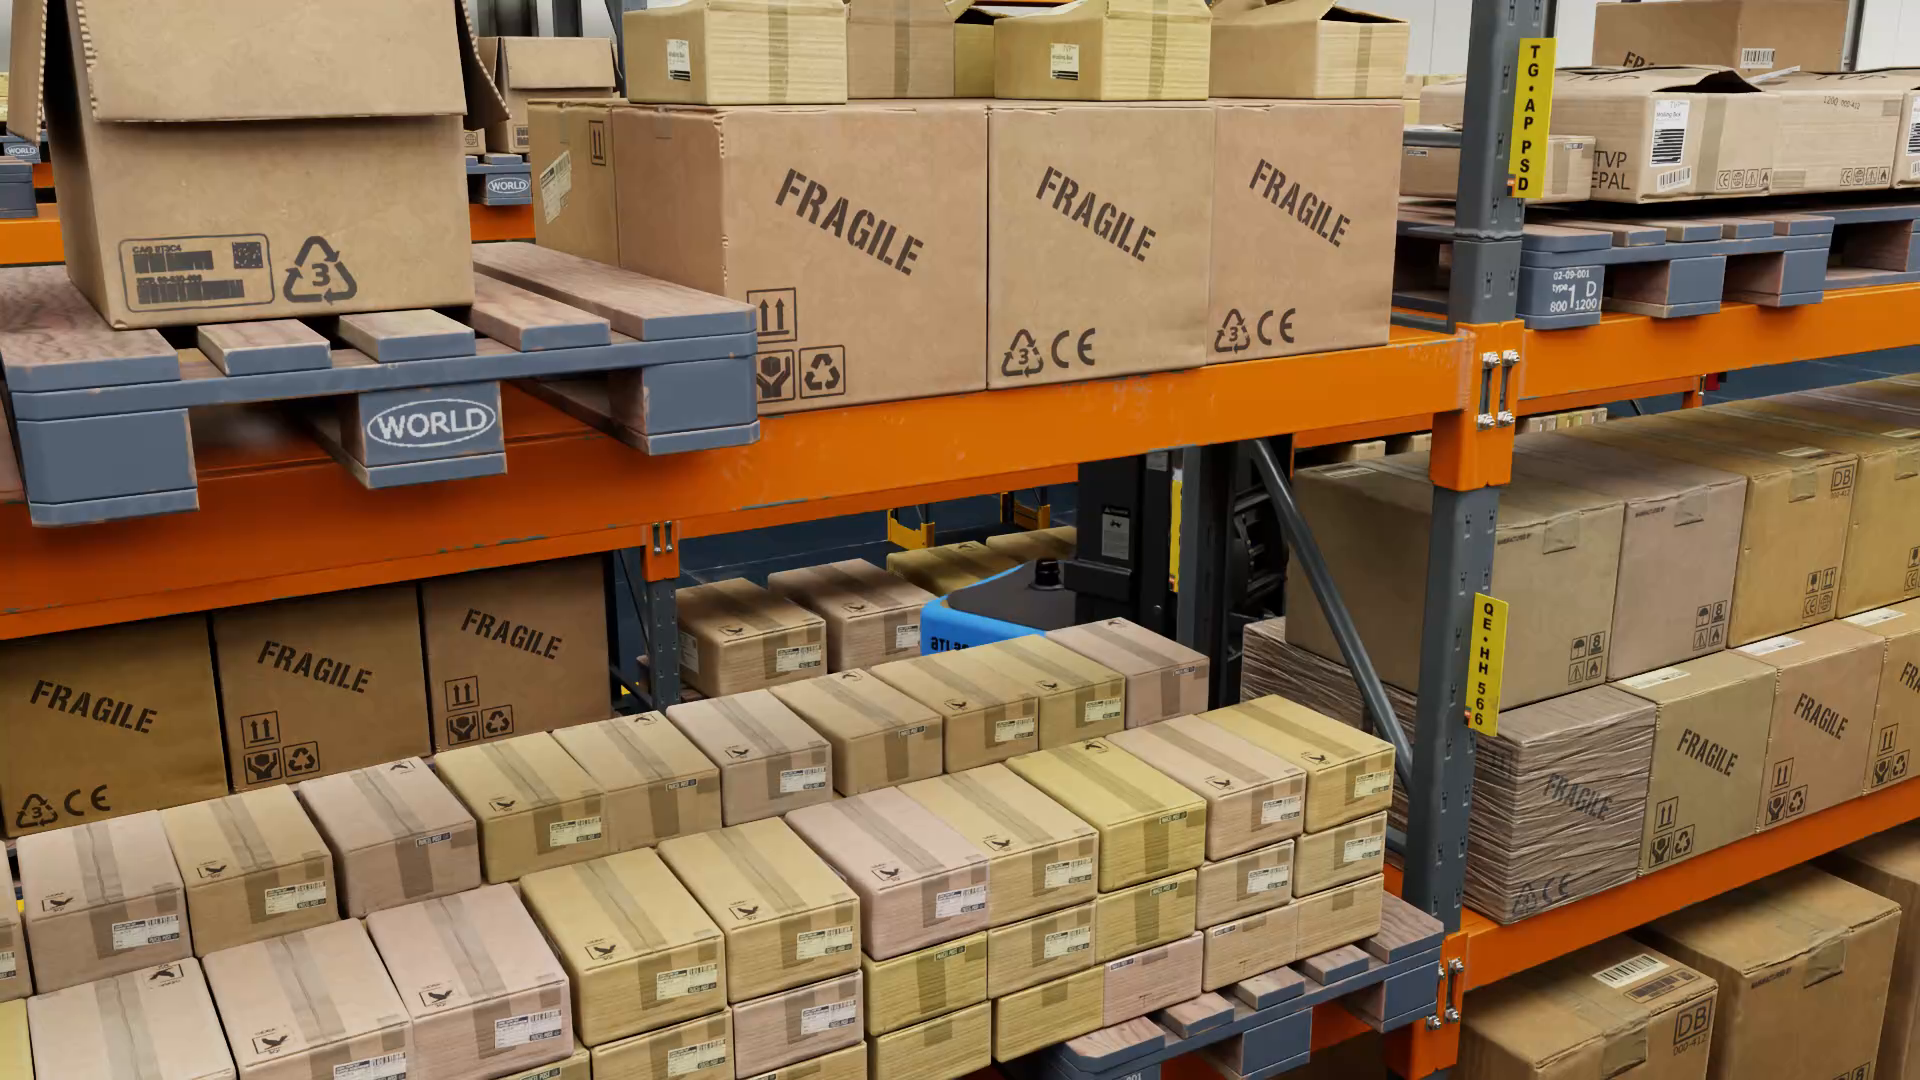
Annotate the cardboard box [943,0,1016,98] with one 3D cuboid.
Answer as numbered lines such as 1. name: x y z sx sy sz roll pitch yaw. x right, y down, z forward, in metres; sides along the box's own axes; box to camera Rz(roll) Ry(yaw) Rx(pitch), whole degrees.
1. cardboard box: -0.011 -1.114 3.666 0.258 0.266 0.396 -9 18 -30

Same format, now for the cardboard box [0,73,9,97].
1. cardboard box: -6.153 -2.892 10.564 0.250 0.149 0.380 -9 18 -29

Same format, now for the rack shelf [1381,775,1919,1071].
1. rack shelf: 2.634 0.751 5.505 4.000 0.370 1.077 -9 18 -30

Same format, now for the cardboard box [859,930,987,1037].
1. cardboard box: -0.151 0.776 3.221 0.250 0.149 0.380 -9 18 -30

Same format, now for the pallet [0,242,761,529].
1. pallet: -1.037 -0.321 2.788 1.003 0.211 1.213 -9 18 -30

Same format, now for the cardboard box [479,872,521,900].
1. cardboard box: -0.930 0.697 3.503 0.250 0.149 0.380 -8 18 -28

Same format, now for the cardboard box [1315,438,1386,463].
1. cardboard box: 2.496 -0.579 10.643 0.250 0.149 0.380 -9 18 -29

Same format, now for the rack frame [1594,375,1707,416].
1. rack frame: 5.141 -1.560 12.419 0.127 3.000 1.000 -9 18 -30

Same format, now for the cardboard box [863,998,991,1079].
1. cardboard box: -0.146 0.918 3.265 0.250 0.149 0.380 -10 19 -32

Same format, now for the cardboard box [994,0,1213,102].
1. cardboard box: 0.275 -0.987 3.213 0.258 0.266 0.396 -9 18 -30

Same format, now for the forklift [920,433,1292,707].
1. forklift: 1.292 0.042 6.831 3.031 2.935 1.130 11 19 35

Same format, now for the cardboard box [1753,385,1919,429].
1. cardboard box: 3.053 -0.190 5.493 0.500 0.500 0.700 -9 18 -29

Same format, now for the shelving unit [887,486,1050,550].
1. shelving unit: 0.065 -0.733 12.245 1.083 1.500 0.587 -9 18 -30

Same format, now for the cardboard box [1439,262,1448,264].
1. cardboard box: 2.651 -1.754 10.521 0.500 0.500 0.700 -9 18 -29

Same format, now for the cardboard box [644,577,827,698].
1. cardboard box: -1.227 0.539 9.022 0.625 0.372 0.950 -11 19 -33

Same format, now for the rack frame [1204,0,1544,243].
1. rack frame: 0.920 -2.206 3.607 0.127 3.000 1.000 -9 18 -30

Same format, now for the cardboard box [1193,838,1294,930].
1. cardboard box: 0.503 0.670 3.599 0.250 0.149 0.380 -8 18 -28

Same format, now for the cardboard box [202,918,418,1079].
1. cardboard box: -1.043 0.778 2.663 0.250 0.149 0.380 -9 18 -30

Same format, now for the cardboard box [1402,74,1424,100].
1. cardboard box: 2.590 -2.757 10.120 0.250 0.149 0.380 -10 18 -32

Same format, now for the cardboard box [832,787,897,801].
1. cardboard box: -0.272 0.590 3.883 0.250 0.149 0.380 -9 18 -29

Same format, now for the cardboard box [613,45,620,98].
1. cardboard box: -2.657 -3.525 12.721 0.500 0.500 0.500 -9 18 -28

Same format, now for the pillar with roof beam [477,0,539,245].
1. pillar with roof beam: -1.405 -3.879 9.574 0.400 9.000 9.100 -9 18 -30

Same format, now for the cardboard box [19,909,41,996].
1. cardboard box: -1.598 0.804 3.122 0.250 0.149 0.380 -10 18 -32

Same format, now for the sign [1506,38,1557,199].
1. sign: 1.198 -0.885 3.493 0.005 0.325 0.100 -9 18 -30

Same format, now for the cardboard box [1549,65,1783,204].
1. cardboard box: 1.654 -1.019 4.131 0.500 0.311 0.500 -9 18 -30

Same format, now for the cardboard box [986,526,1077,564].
1. cardboard box: 0.650 0.233 10.112 0.625 0.372 0.950 -8 18 -26

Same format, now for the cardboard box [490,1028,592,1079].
1. cardboard box: -0.812 0.883 2.840 0.250 0.149 0.380 -10 18 -31

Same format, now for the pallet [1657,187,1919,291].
1. pallet: 2.402 -0.928 4.957 1.213 0.211 1.003 -8 18 -27

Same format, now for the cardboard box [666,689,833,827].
1. cardboard box: -0.476 0.480 3.724 0.250 0.149 0.380 -8 18 -27

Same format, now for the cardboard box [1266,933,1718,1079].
1. cardboard box: 1.488 1.500 4.891 0.750 0.750 1.050 -9 18 -30

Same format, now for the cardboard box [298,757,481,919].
1. cardboard box: -1.148 0.589 3.336 0.250 0.149 0.380 -10 19 -32

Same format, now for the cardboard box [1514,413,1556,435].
1. cardboard box: 3.865 -0.803 11.443 0.250 0.149 0.380 -8 18 -27

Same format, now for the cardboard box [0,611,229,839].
1. cardboard box: -3.884 0.696 7.526 0.875 0.875 0.875 -9 18 -28

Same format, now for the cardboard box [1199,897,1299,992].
1. cardboard box: 0.520 0.811 3.648 0.250 0.149 0.380 -9 18 -30

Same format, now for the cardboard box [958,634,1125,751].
1. cardboard box: 0.195 0.373 4.109 0.250 0.149 0.380 -10 18 -31

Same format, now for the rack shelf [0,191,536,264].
1. rack shelf: -3.430 -1.268 7.152 4.000 0.370 1.077 -9 18 -30

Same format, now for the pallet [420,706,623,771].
1. pallet: -2.431 0.986 8.500 1.213 0.211 1.003 -9 18 -30

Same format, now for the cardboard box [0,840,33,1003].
1. cardboard box: -1.813 0.697 2.950 0.250 0.149 0.380 -10 18 -31

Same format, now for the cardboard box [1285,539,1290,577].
1. cardboard box: 2.357 0.098 10.820 0.500 0.250 0.500 -10 19 -32

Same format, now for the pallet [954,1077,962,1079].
1. pallet: -0.756 1.060 3.427 1.213 0.211 1.003 -9 18 -30

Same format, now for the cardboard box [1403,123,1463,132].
1. cardboard box: 1.320 -1.033 4.451 0.250 0.166 0.380 -9 18 -30

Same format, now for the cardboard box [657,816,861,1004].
1. cardboard box: -0.374 0.669 3.053 0.250 0.149 0.380 -8 18 -27

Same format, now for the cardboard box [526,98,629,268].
1. cardboard box: -0.558 -0.650 3.428 0.500 0.500 0.500 -9 18 -30

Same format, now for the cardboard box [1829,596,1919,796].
1. cardboard box: 2.739 0.425 5.152 0.500 0.500 0.500 -9 18 -30

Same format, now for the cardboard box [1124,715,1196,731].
1. cardboard box: 0.402 0.479 4.280 0.250 0.149 0.380 -8 18 -27

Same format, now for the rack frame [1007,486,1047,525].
1. rack frame: 0.509 -0.805 12.502 0.032 1.500 0.500 -9 18 -30

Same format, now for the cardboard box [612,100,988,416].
1. cardboard box: -0.291 -0.530 3.002 0.500 0.500 0.500 -9 18 -30

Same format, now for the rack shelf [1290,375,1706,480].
1. rack shelf: 3.427 -0.936 11.524 4.000 0.370 1.077 -9 18 -30

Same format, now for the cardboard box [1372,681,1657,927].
1. cardboard box: 1.444 0.635 4.403 0.500 0.500 0.500 -9 18 -29

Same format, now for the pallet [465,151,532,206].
1. pallet: -2.241 -1.700 7.709 1.003 0.211 1.213 -8 18 -27

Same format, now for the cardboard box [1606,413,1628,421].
1. cardboard box: 4.589 -0.628 12.020 0.500 0.500 0.500 -9 18 -29

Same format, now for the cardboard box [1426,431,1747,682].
1. cardboard box: 1.743 0.023 4.734 0.500 0.500 0.700 -10 18 -31

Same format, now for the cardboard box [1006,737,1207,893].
1. cardboard box: 0.295 0.560 3.439 0.250 0.149 0.380 -9 18 -28
